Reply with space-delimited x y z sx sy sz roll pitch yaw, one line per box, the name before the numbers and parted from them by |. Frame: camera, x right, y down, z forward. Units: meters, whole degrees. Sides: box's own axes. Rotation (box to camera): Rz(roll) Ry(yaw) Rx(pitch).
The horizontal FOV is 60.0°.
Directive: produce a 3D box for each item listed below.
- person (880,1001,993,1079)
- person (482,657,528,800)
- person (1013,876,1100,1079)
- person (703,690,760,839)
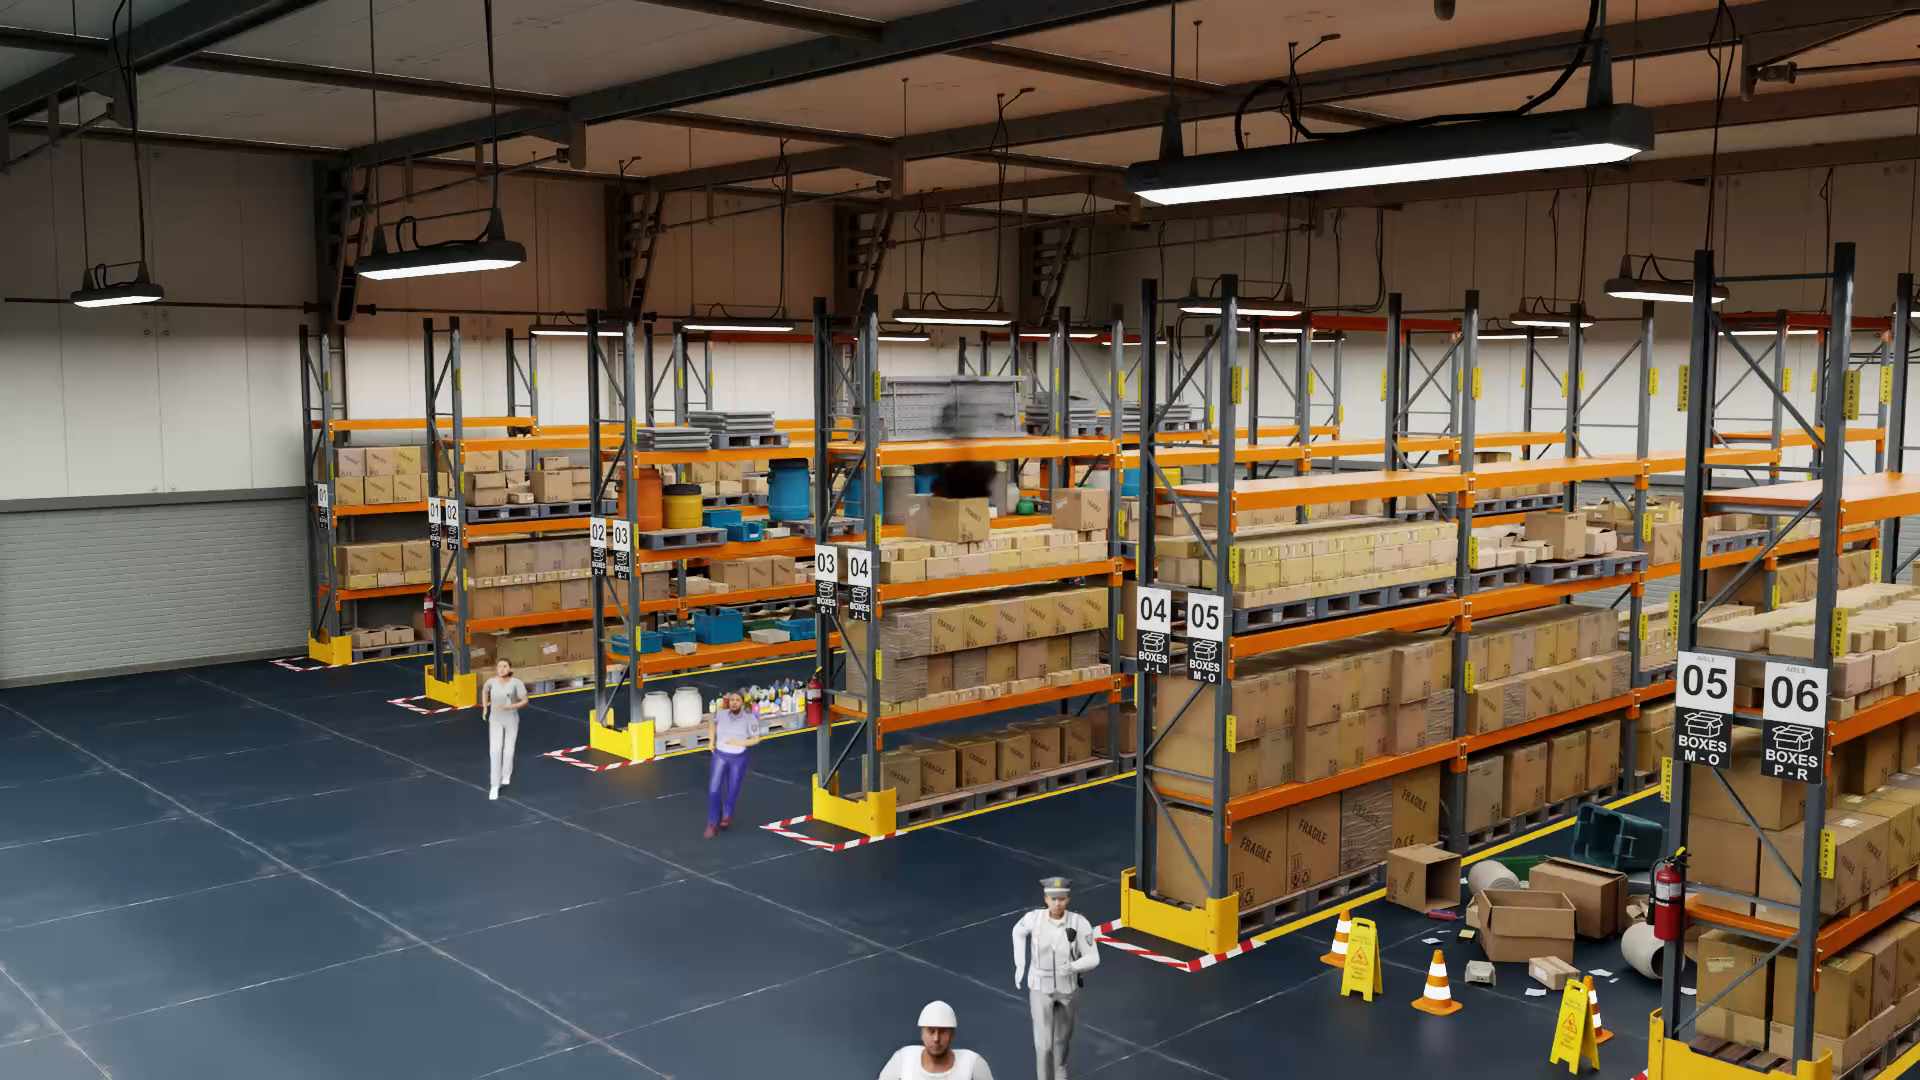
person | -0.123 3.367 9.019 0.695 1.763 0.964 0 6 2
person | -5.589 2.277 20.467 0.557 1.711 0.735 -1 6 -12
person | 0.668 3.153 11.553 0.581 1.738 0.821 0 6 -1
person | -2.544 2.500 18.658 0.638 1.700 0.665 0 6 0
